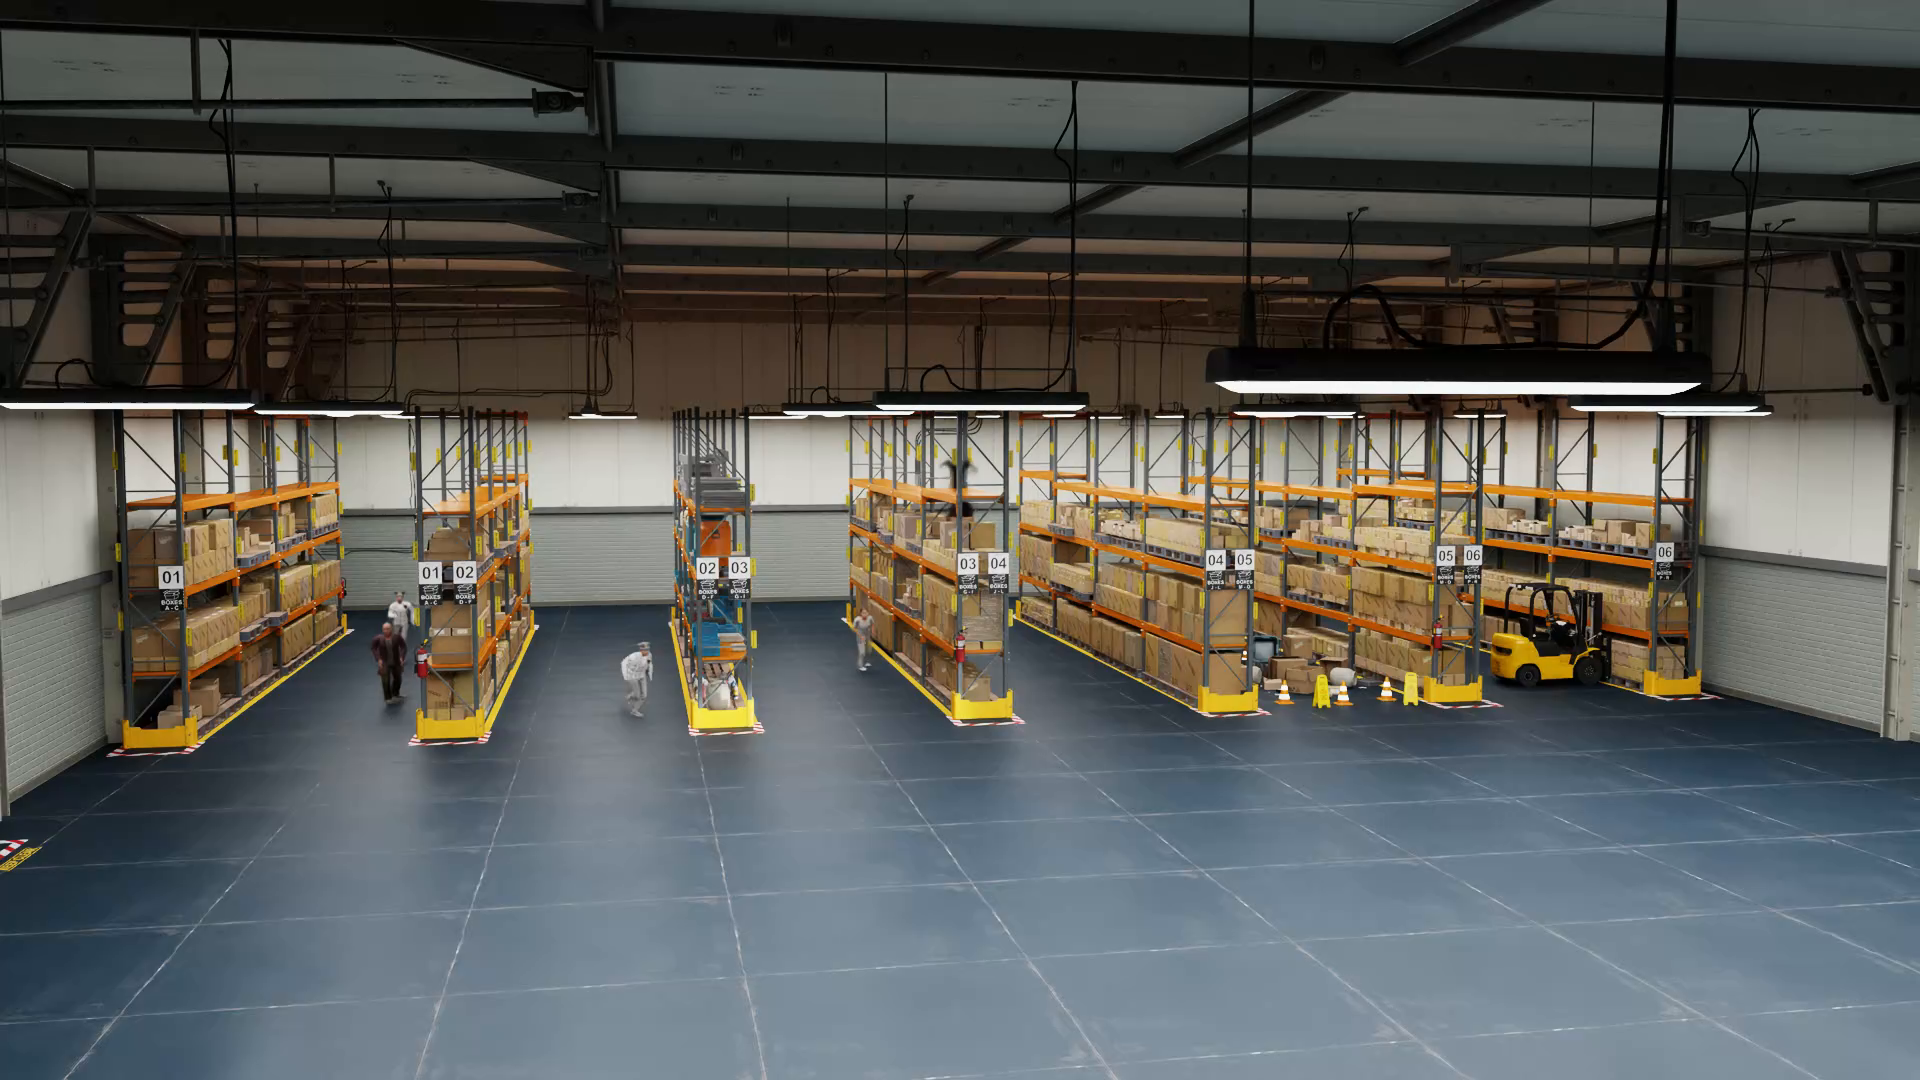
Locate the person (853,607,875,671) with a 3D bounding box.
[{"bbox_3d":[-2.222,2.249,38.211,0.576,1.518,0.836,-2,4,-24],"label":"person"}]

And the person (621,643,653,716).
[{"bbox_3d":[-6.281,2.701,32.267,0.639,1.483,0.826,-3,5,-37],"label":"person"}]

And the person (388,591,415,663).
[{"bbox_3d":[-13.338,2.063,39.682,0.554,1.738,0.813,0,4,-6],"label":"person"}]

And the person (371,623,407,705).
[{"bbox_3d":[-11.567,2.481,33.705,0.711,1.686,0.884,-2,5,-28],"label":"person"}]

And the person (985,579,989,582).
[{"bbox_3d":[0.749,1.752,45.571,0.664,1.495,1.150,0,4,5],"label":"person"}]
